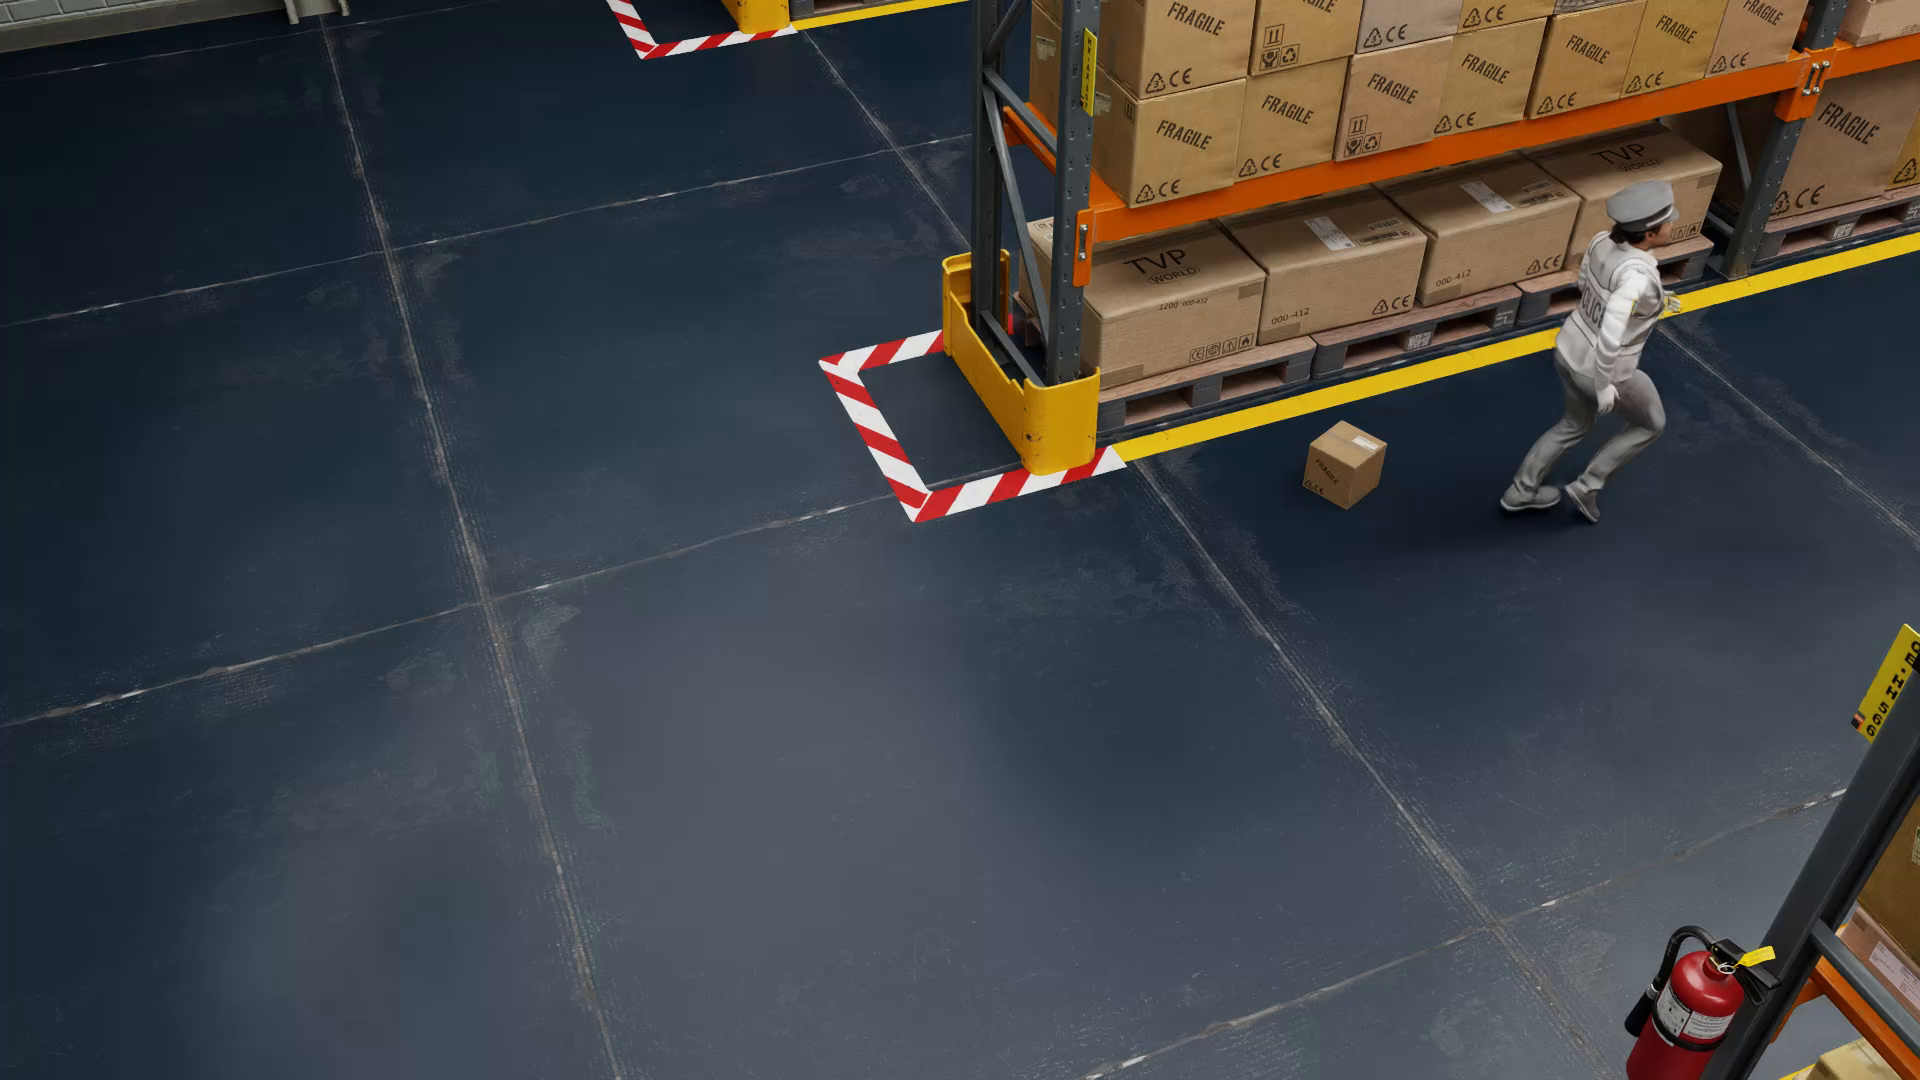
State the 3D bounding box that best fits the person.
[{"bbox_3d":[2.759,-0.750,7.011,0.644,1.668,0.613,-9,43,-9],"label":"person"}]
